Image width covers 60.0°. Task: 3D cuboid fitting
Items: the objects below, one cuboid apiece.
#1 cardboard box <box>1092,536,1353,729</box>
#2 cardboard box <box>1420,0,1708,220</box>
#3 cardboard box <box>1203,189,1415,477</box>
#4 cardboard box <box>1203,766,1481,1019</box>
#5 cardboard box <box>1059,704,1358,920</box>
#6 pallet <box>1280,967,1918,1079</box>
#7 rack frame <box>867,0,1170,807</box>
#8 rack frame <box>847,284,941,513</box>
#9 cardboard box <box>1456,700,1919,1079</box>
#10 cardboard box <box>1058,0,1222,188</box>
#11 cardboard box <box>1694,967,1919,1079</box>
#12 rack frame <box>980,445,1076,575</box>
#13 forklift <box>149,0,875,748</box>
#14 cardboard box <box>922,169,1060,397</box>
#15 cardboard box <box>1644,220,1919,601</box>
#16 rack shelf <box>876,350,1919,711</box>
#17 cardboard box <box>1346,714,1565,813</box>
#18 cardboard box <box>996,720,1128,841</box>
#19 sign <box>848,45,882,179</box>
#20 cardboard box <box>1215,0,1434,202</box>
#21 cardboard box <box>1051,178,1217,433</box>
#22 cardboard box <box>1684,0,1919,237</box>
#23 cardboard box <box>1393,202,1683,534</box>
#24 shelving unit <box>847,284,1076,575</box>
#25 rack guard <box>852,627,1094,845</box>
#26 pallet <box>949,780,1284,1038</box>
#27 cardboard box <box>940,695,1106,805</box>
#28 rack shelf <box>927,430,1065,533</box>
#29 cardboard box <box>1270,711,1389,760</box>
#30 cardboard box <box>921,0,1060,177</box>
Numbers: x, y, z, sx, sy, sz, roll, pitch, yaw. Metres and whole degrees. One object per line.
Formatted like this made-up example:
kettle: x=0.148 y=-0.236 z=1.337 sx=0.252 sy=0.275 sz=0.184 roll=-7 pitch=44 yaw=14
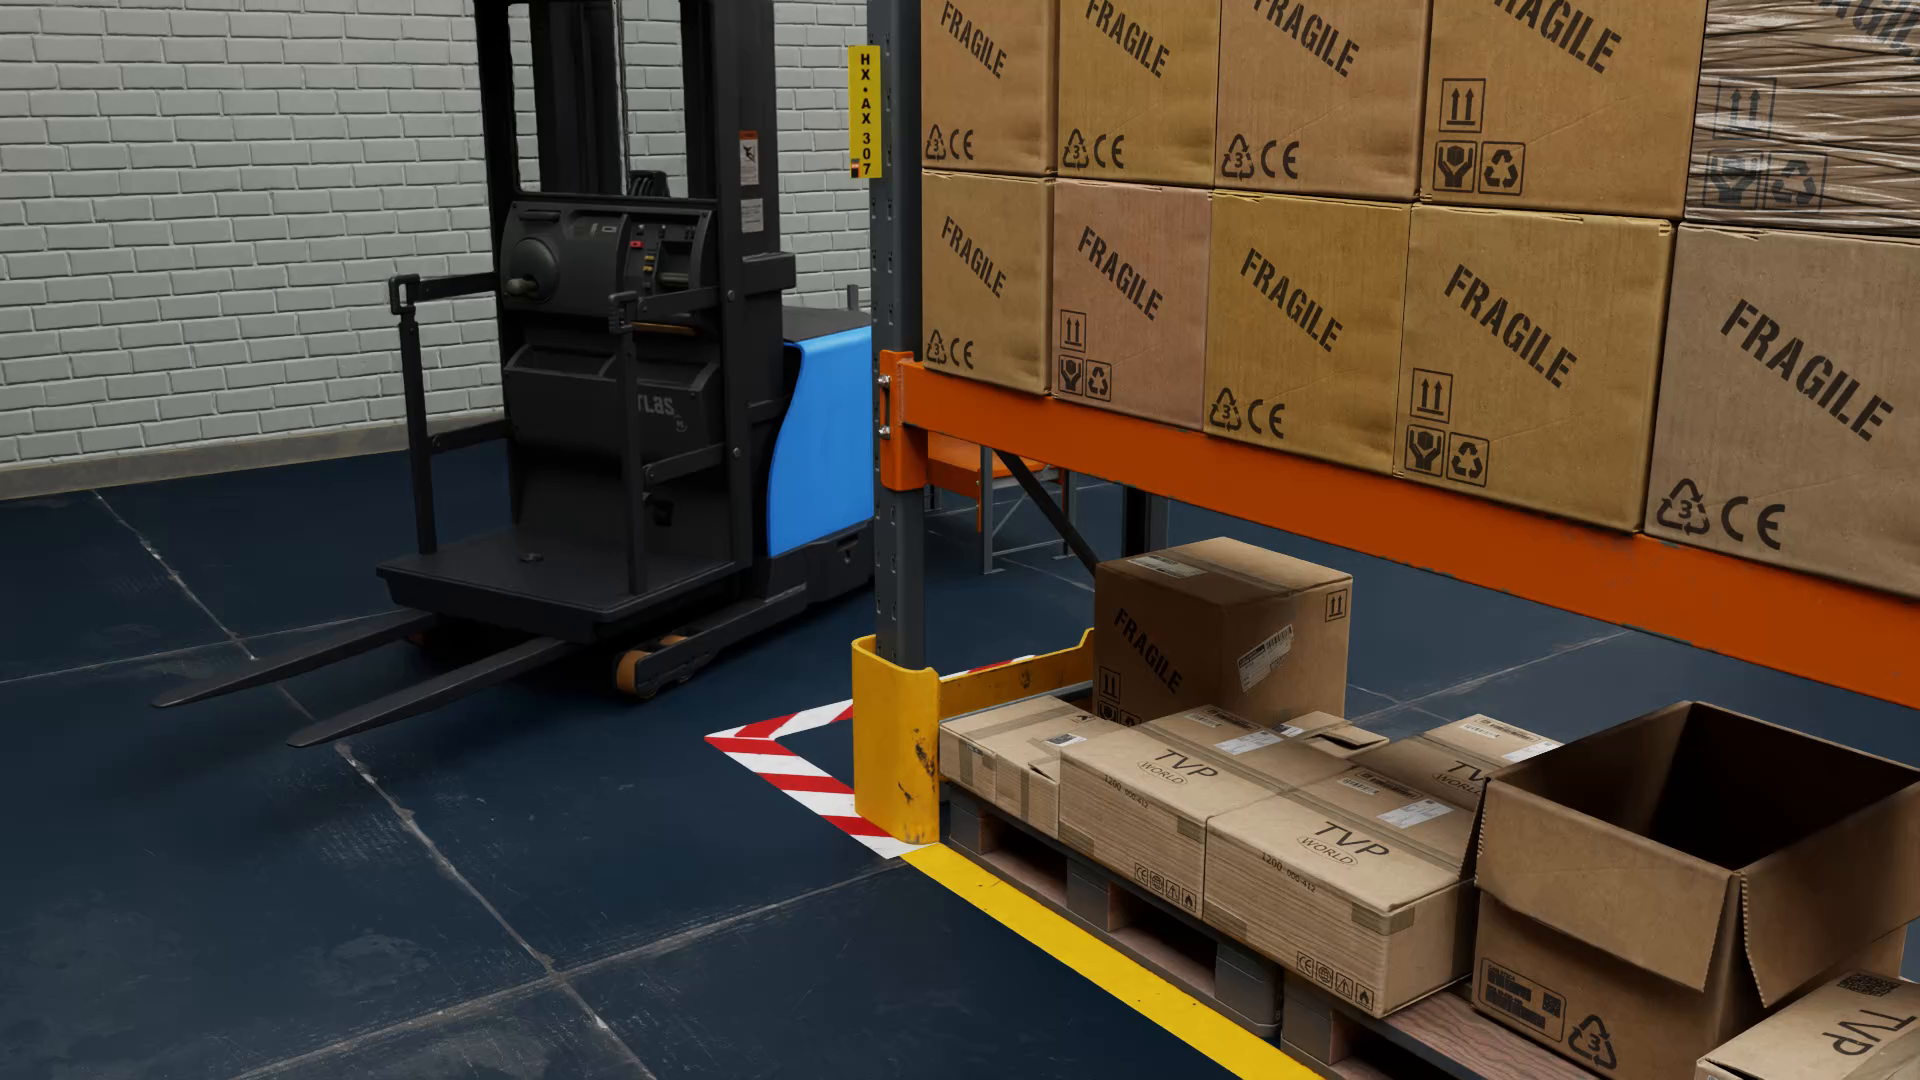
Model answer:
cardboard box: x=0.720 y=0.320 z=4.626 sx=0.500 sy=0.500 sz=0.500 roll=-11 pitch=19 yaw=-35
cardboard box: x=1.152 y=-0.819 z=2.805 sx=0.500 sy=0.500 sz=0.500 roll=-11 pitch=19 yaw=-35
cardboard box: x=0.849 y=-0.447 z=3.336 sx=0.500 sy=0.500 sz=0.500 roll=-11 pitch=19 yaw=-35
cardboard box: x=0.879 y=0.737 z=3.578 sx=0.500 sy=0.250 sz=0.500 roll=-11 pitch=19 yaw=-35
cardboard box: x=0.585 y=0.630 z=3.968 sx=0.500 sy=0.250 sz=0.500 roll=-11 pitch=19 yaw=-35
pallet: x=1.429 y=1.041 z=3.374 sx=1.003 sy=0.211 sz=1.213 roll=-11 pitch=19 yaw=-35
rack frame: x=0.201 y=-0.751 z=4.638 sx=1.000 sy=3.000 sz=0.127 roll=-11 pitch=19 yaw=-35
rack frame: x=-0.303 y=-0.653 z=7.829 sx=0.500 sy=1.125 sz=0.032 roll=-11 pitch=19 yaw=-35
cardboard box: x=1.444 y=0.695 z=3.252 sx=0.797 sy=0.503 sz=0.637 roll=-11 pitch=19 yaw=-35
cardboard box: x=0.562 y=-1.035 z=3.594 sx=0.500 sy=0.500 sz=0.500 roll=-11 pitch=19 yaw=-34
cardboard box: x=1.548 y=0.950 z=2.683 sx=0.500 sy=0.311 sz=0.500 roll=-11 pitch=19 yaw=-35
rack frame: x=0.295 y=-0.435 z=7.036 sx=0.500 sy=1.125 sz=0.032 roll=-11 pitch=19 yaw=-35
forklift: x=-1.370 y=-1.013 z=5.725 sx=1.130 sy=2.935 sz=3.031 roll=9 pitch=18 yaw=29
cardboard box: x=0.249 y=-0.664 z=4.129 sx=0.500 sy=0.500 sz=0.500 roll=-10 pitch=18 yaw=-33
cardboard box: x=1.444 y=-0.231 z=2.550 sx=0.500 sy=0.500 sz=0.500 roll=-10 pitch=18 yaw=-33
rack shelf: x=1.377 y=0.023 z=3.173 sx=1.077 sy=0.370 sz=4.000 roll=-11 pitch=19 yaw=-35
cardboard box: x=1.255 y=0.648 z=3.900 sx=0.500 sy=0.250 sz=0.500 roll=-11 pitch=19 yaw=-35
cardboard box: x=0.316 y=0.599 z=4.237 sx=0.380 sy=0.166 sz=0.250 roll=-11 pitch=19 yaw=-35
sign: x=-0.238 y=-1.084 z=4.216 sx=0.100 sy=0.325 sz=0.005 roll=-11 pitch=19 yaw=-35
cardboard box: x=0.853 y=-0.928 z=3.201 sx=0.500 sy=0.500 sz=0.500 roll=-11 pitch=19 yaw=-34
cardboard box: x=0.557 y=-0.554 z=3.730 sx=0.500 sy=0.500 sz=0.500 roll=-11 pitch=19 yaw=-35
cardboard box: x=1.447 y=-0.712 z=2.411 sx=0.500 sy=0.500 sz=0.500 roll=-11 pitch=19 yaw=-34
cardboard box: x=1.142 y=-0.340 z=2.946 sx=0.500 sy=0.500 sz=0.500 roll=-11 pitch=19 yaw=-34
shelving unit: x=-0.004 y=-0.544 z=7.433 sx=0.538 sy=1.125 sz=1.048 roll=-11 pitch=19 yaw=-35
rack guard: x=0.246 y=0.471 z=4.909 sx=1.175 sy=0.500 sz=0.348 roll=-11 pitch=19 yaw=-35
pallet: x=0.715 y=0.780 z=4.326 sx=1.003 sy=0.211 sz=1.213 roll=-11 pitch=19 yaw=-35
cardboard box: x=0.169 y=0.555 z=4.435 sx=0.380 sy=0.149 sz=0.250 roll=-11 pitch=19 yaw=-35
rack shelf: x=-0.004 y=-0.308 z=7.497 sx=0.538 sy=0.278 sz=1.000 roll=-11 pitch=19 yaw=-35
cardboard box: x=0.886 y=0.582 z=4.303 sx=0.380 sy=0.166 sz=0.250 roll=-11 pitch=19 yaw=-35
cardboard box: x=0.249 y=-1.146 z=3.997 sx=0.500 sy=0.500 sz=0.500 roll=-10 pitch=18 yaw=-33
